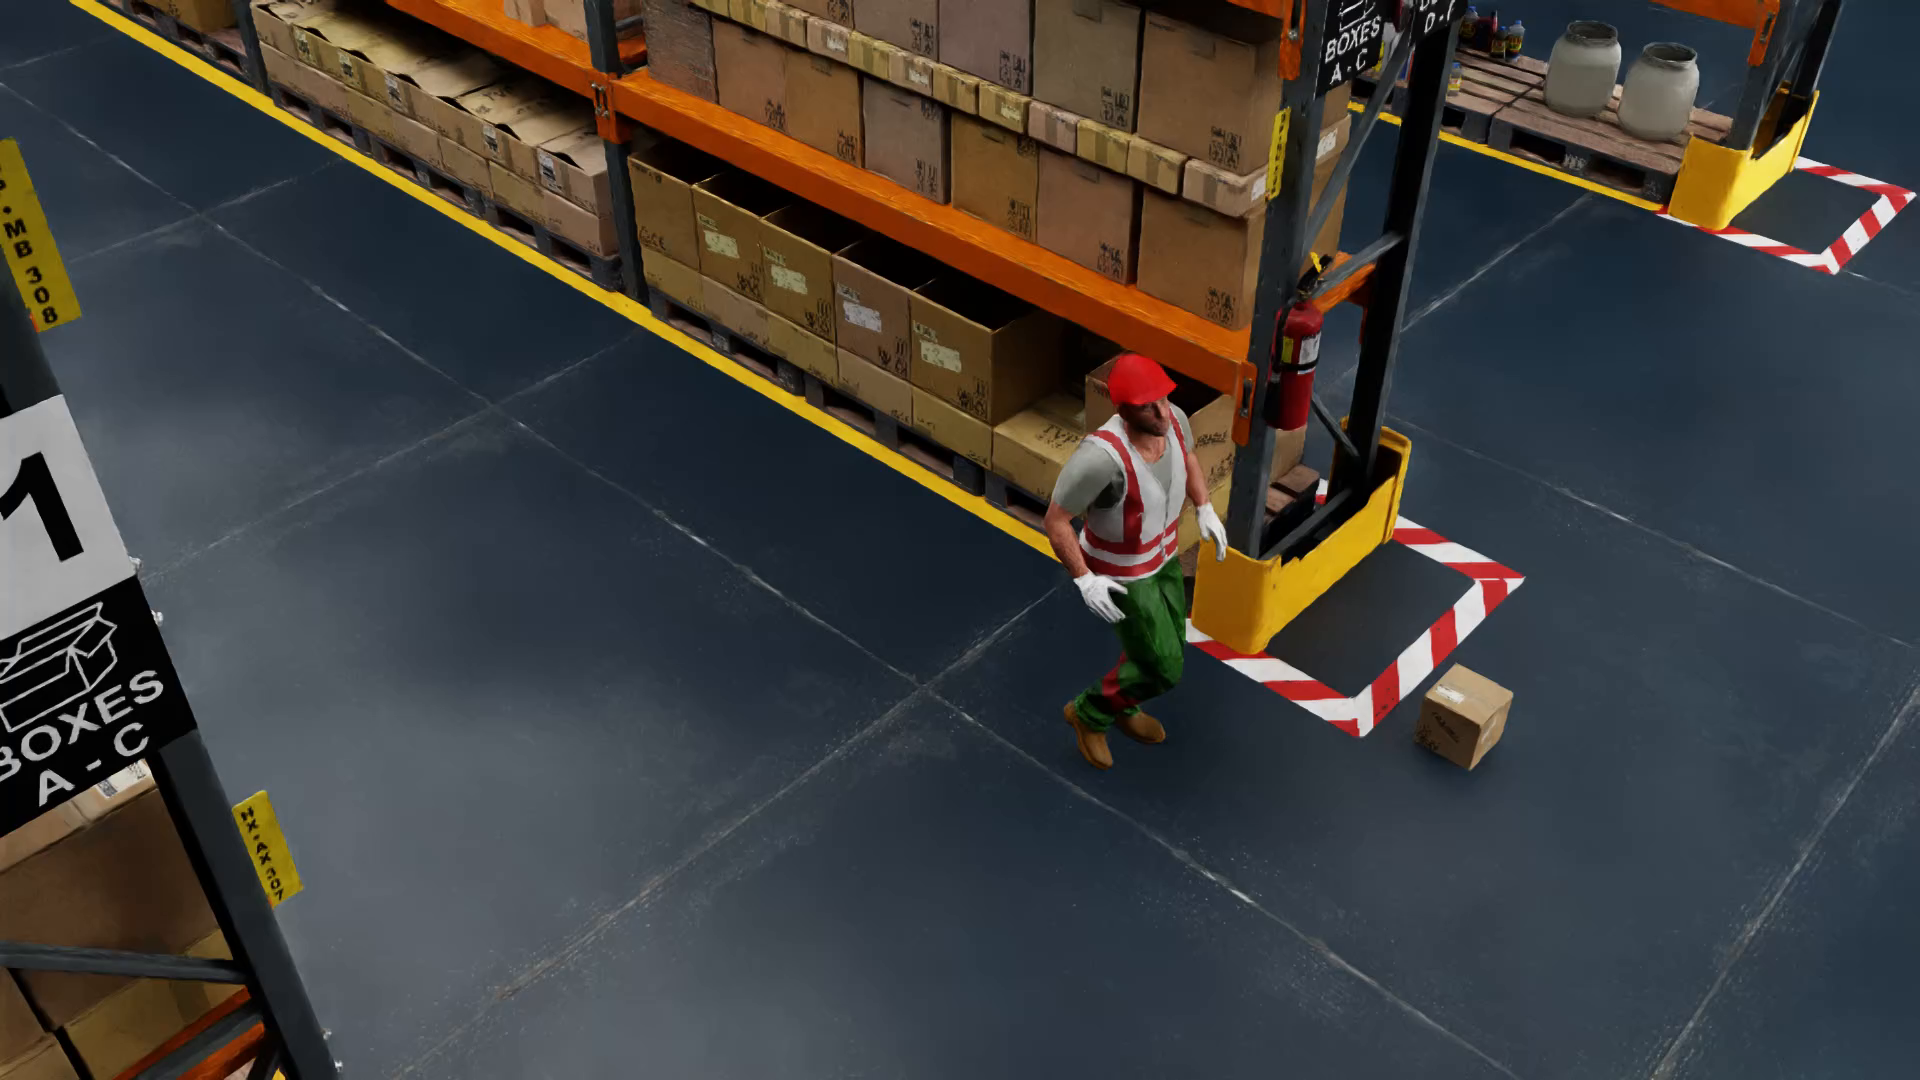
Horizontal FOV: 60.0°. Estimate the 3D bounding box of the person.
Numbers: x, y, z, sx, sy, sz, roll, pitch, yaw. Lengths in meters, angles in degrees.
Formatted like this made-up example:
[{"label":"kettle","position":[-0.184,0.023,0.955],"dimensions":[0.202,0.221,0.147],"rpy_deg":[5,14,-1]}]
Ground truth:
[{"label":"person","position":[0.679,0.083,6.062],"dimensions":[0.512,1.751,0.710],"rpy_deg":[24,45,27]}]
